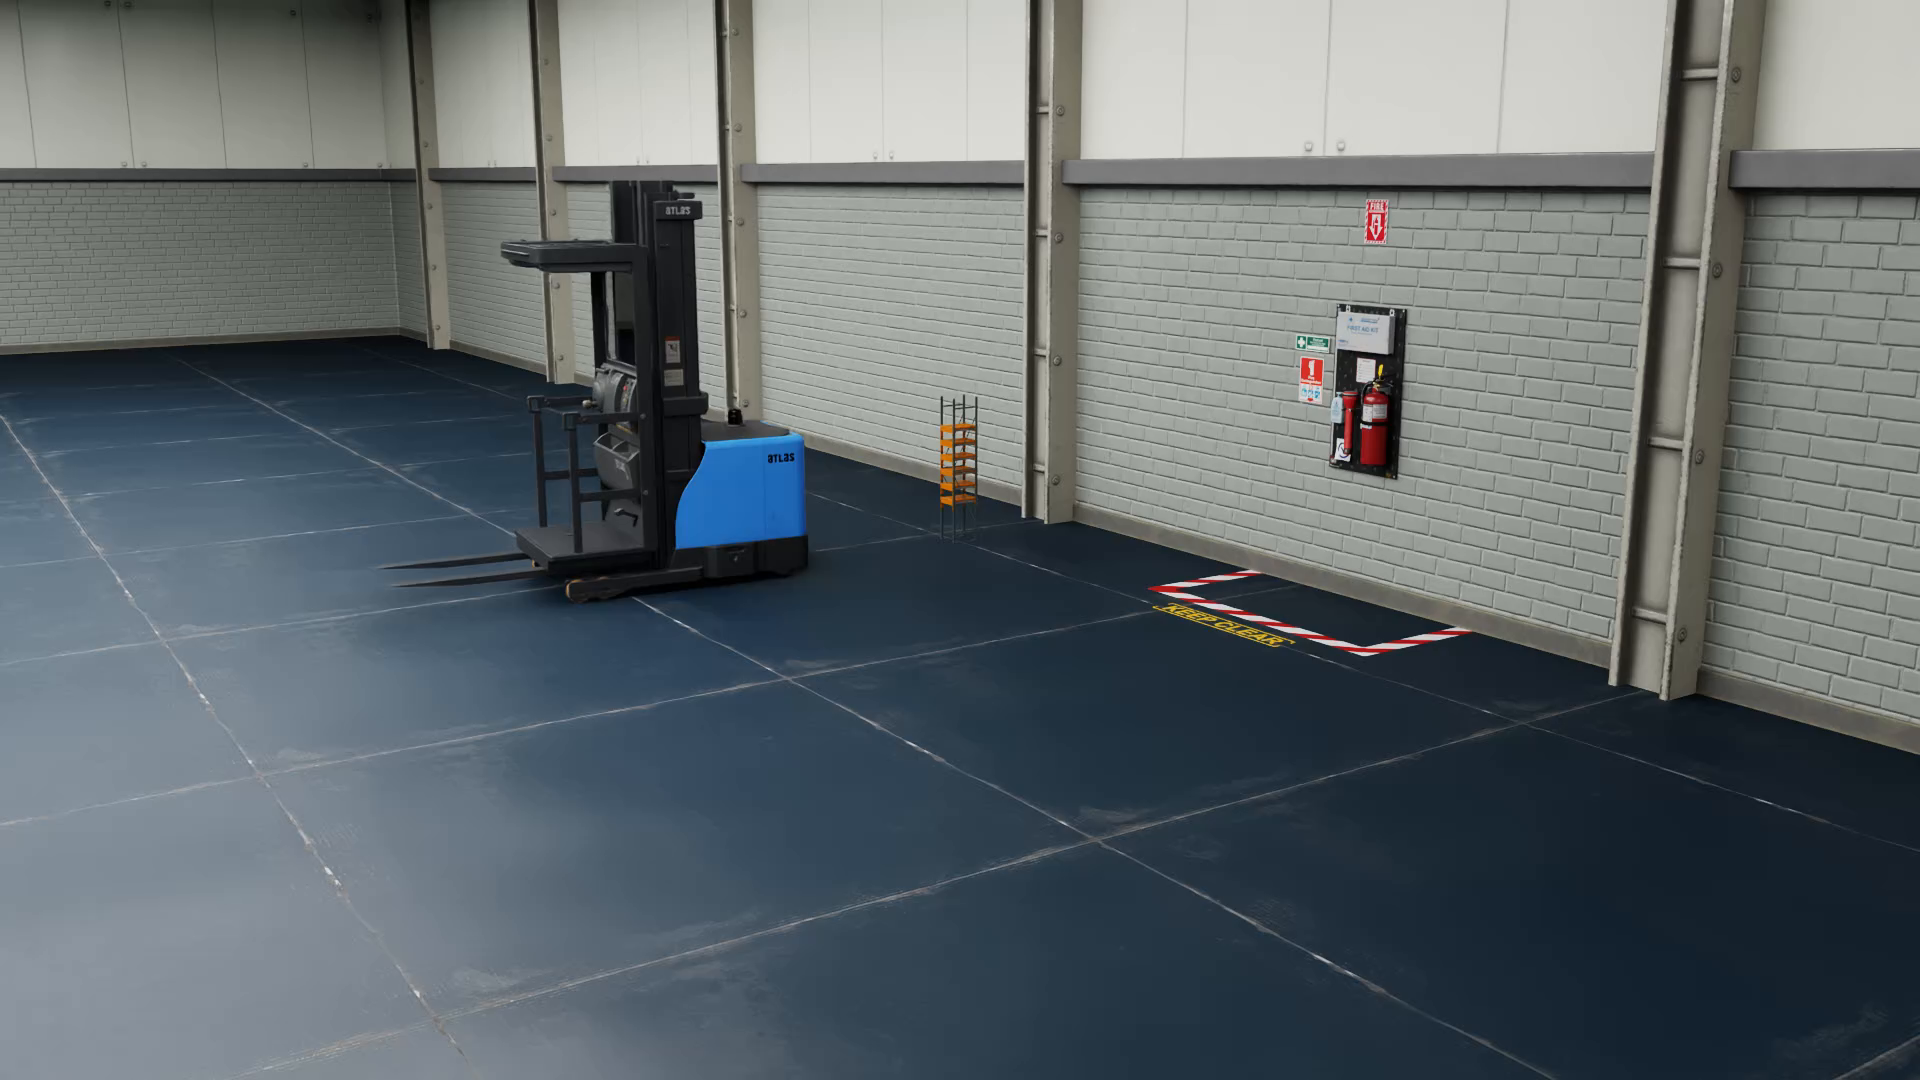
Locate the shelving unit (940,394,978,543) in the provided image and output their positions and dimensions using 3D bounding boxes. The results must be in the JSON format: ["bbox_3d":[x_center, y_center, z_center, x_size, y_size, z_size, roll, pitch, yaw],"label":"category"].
[{"bbox_3d":[-0.008,-0.589,13.745,0.258,1.200,0.189,-8,15,-33],"label":"shelving unit"}]

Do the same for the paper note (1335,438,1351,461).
[{"bbox_3d":[2.729,-0.642,11.839,0.016,0.148,0.142,-8,15,-33],"label":"paper note"}]

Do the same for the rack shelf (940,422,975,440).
[{"bbox_3d":[-0.008,-0.897,13.678,0.258,0.103,0.180,-8,15,-33],"label":"rack shelf"}]

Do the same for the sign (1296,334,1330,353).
[{"bbox_3d":[2.544,-1.418,12.001,0.001,0.109,0.331,-8,15,-33],"label":"sign"}]

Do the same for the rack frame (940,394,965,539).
[{"bbox_3d":[-0.059,-0.605,13.820,0.240,1.200,0.006,-8,15,-33],"label":"rack frame"}]

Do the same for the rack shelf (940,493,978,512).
[{"bbox_3d":[-0.008,-0.311,13.806,0.258,0.103,0.180,-8,15,-33],"label":"rack shelf"}]

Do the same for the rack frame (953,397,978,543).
[{"bbox_3d":[0.043,-0.572,13.671,0.240,1.200,0.006,-8,15,-33],"label":"rack frame"}]

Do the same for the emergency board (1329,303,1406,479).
[{"bbox_3d":[2.769,-1.033,11.564,0.194,1.169,0.643,-8,15,-33],"label":"emergency board"}]

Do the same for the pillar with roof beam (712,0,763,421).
[{"bbox_3d":[-6.126,-5.144,16.322,9.100,9.000,0.400,-8,15,-33],"label":"pillar with roof beam"}]

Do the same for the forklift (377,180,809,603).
[{"bbox_3d":[-2.701,-1.112,12.088,3.031,2.935,1.130,-6,14,-27],"label":"forklift"}]

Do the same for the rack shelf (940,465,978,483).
[{"bbox_3d":[-0.008,-0.545,13.755,0.258,0.103,0.180,-8,15,-33],"label":"rack shelf"}]

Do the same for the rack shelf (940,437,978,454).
[{"bbox_3d":[-0.008,-0.780,13.704,0.258,0.103,0.180,-8,15,-33],"label":"rack shelf"}]

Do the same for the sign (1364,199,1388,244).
[{"bbox_3d":[2.848,-2.179,11.377,0.001,0.298,0.199,-8,15,-33],"label":"sign"}]

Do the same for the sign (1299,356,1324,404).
[{"bbox_3d":[2.549,-1.161,12.066,0.001,0.329,0.234,-8,15,-33],"label":"sign"}]

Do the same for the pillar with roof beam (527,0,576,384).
[{"bbox_3d":[-9.450,-6.211,21.201,9.100,9.000,0.400,-8,15,-33],"label":"pillar with roof beam"}]

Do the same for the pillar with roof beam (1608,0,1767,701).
[{"bbox_3d":[0.523,-3.010,6.563,9.100,9.000,0.400,-8,15,-33],"label":"pillar with roof beam"}]

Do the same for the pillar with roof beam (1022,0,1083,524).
[{"bbox_3d":[-2.801,-4.077,11.442,9.100,9.000,0.400,-8,15,-33],"label":"pillar with roof beam"}]

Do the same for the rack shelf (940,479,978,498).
[{"bbox_3d":[-0.008,-0.428,13.780,0.258,0.103,0.180,-8,15,-33],"label":"rack shelf"}]

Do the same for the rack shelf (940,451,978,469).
[{"bbox_3d":[-0.008,-0.663,13.729,0.258,0.103,0.180,-8,15,-33],"label":"rack shelf"}]

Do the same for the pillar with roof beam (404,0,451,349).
[{"bbox_3d":[-12.774,-7.278,26.081,9.100,9.000,0.400,-8,15,-33],"label":"pillar with roof beam"}]
